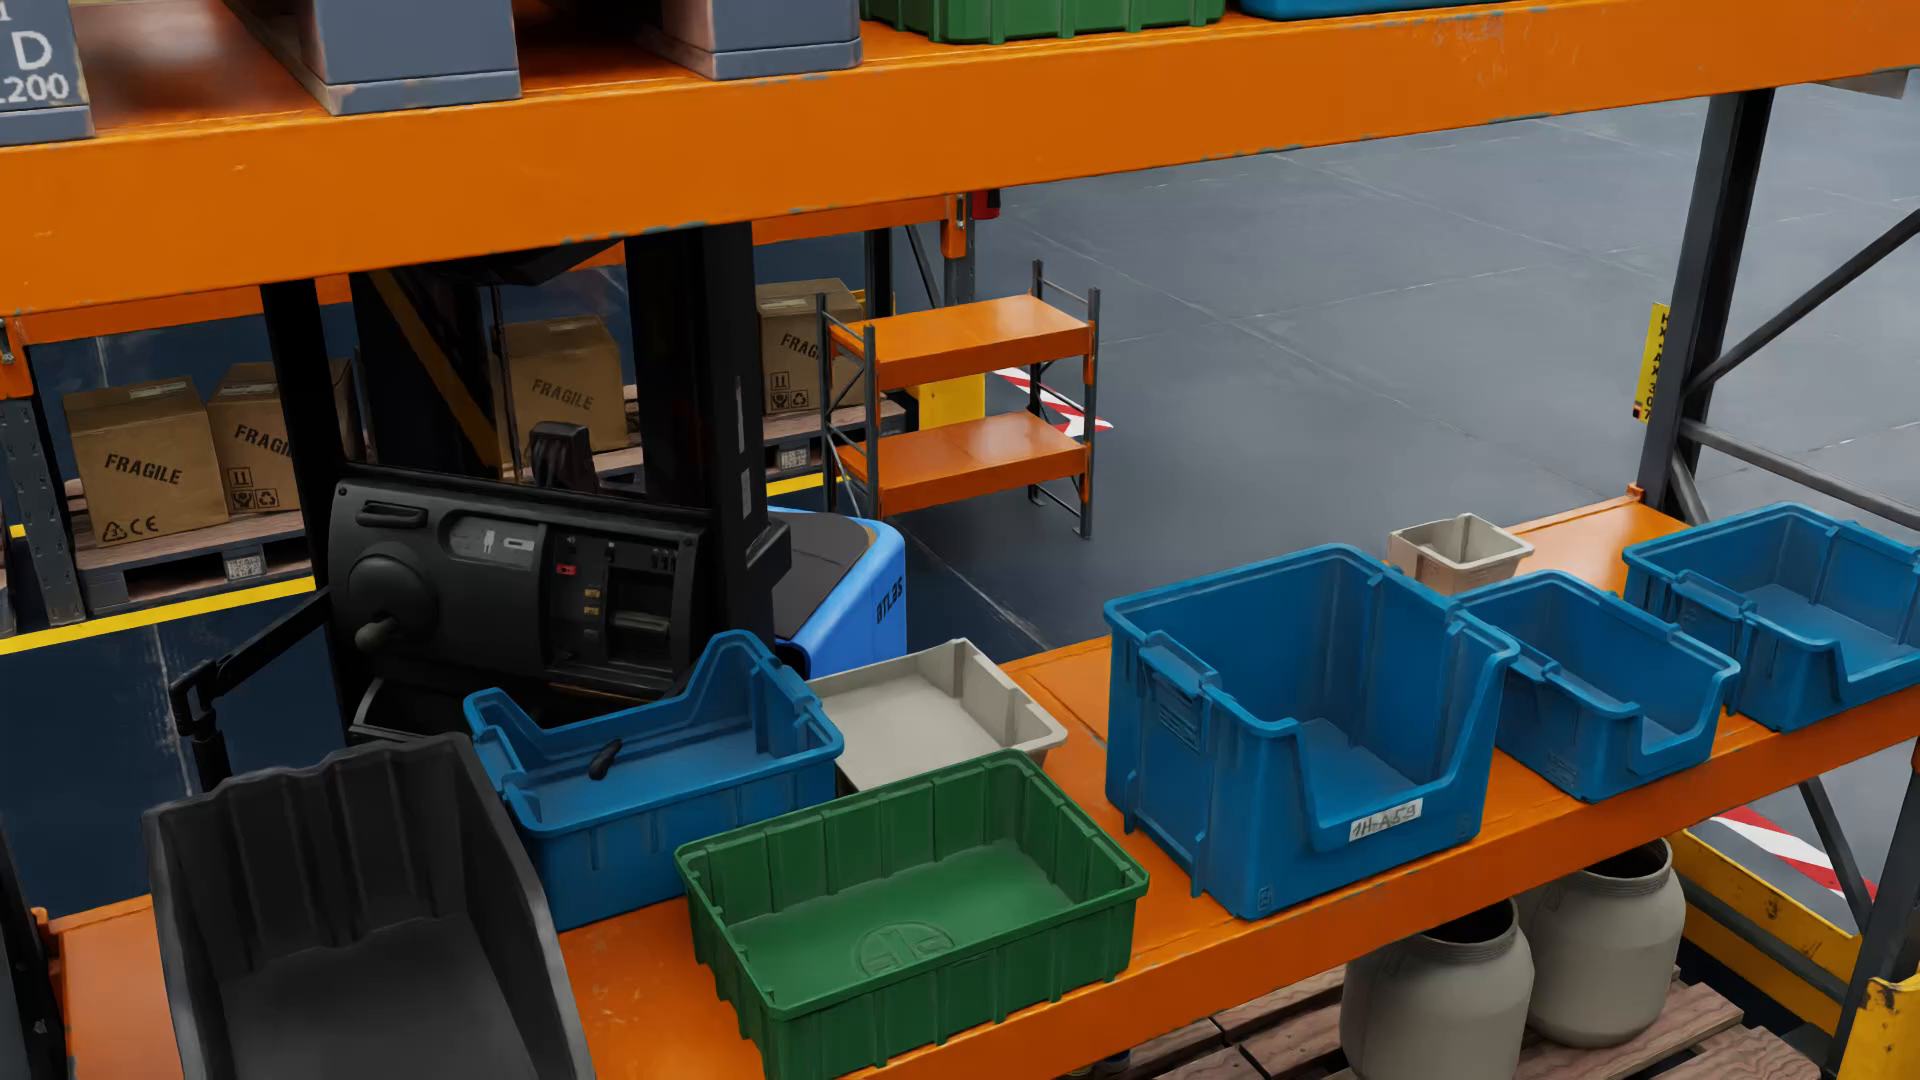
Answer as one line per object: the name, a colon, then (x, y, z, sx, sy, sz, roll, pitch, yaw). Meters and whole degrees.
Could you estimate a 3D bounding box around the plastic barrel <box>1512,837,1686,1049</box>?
plastic barrel: (1.571, 0.967, 4.160, 0.421, 0.512, 0.421, 0, 26, 0)

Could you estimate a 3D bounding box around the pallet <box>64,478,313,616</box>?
pallet: (-3.168, -0.099, 7.212, 1.213, 0.211, 1.003, -13, 29, -25)

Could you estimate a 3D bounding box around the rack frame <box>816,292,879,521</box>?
rack frame: (-0.455, -0.402, 6.788, 0.032, 1.125, 0.500, -13, 29, -25)

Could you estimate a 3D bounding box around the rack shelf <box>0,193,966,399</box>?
rack shelf: (-1.979, -1.289, 7.300, 4.000, 0.370, 1.077, -13, 29, -25)

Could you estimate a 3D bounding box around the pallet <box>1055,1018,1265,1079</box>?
pallet: (0.277, 1.572, 3.732, 1.213, 0.211, 1.003, -13, 29, -25)

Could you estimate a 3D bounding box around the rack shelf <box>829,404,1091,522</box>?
rack shelf: (-0.006, -0.285, 7.109, 1.000, 0.278, 0.538, -13, 29, -25)

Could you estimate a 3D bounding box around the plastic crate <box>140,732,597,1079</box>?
plastic crate: (-0.892, 0.656, 2.490, 0.504, 0.338, 0.767, -13, 29, -25)

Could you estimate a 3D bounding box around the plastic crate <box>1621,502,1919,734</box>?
plastic crate: (1.815, 0.154, 3.635, 0.616, 0.251, 0.499, -13, 29, -25)

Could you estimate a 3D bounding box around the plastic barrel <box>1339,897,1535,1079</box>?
plastic barrel: (1.129, 1.069, 3.948, 0.421, 0.512, 0.421, 0, 26, 0)

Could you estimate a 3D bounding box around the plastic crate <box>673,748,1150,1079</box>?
plastic crate: (-0.083, 0.613, 2.753, 0.662, 0.188, 0.450, -13, 29, -25)

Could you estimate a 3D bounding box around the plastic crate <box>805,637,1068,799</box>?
plastic crate: (-0.100, 0.377, 3.303, 0.437, 0.136, 0.530, -13, 29, -25)

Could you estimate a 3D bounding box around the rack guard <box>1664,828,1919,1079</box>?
rack guard: (2.071, 1.031, 4.524, 0.348, 0.500, 1.175, -13, 29, -25)

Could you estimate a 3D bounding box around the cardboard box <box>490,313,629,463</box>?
cardboard box: (-1.846, -0.707, 7.660, 0.500, 0.500, 0.500, -10, 27, -20)

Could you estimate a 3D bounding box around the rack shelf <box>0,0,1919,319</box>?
rack shelf: (0.351, -0.749, 2.711, 4.000, 0.370, 1.077, -13, 29, -25)

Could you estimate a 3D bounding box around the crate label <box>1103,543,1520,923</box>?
crate label: (0.619, 0.333, 3.049, 0.616, 0.435, 0.502, -13, 29, -25)

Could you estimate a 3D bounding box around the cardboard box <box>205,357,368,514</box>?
cardboard box: (-2.870, -0.454, 7.133, 0.500, 0.500, 0.500, -4, 26, -9)

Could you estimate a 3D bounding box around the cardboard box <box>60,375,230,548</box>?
cardboard box: (-3.372, -0.334, 6.884, 0.500, 0.500, 0.500, -14, 29, -27)

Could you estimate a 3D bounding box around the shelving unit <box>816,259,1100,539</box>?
shelving unit: (-0.006, -0.506, 7.004, 1.048, 1.125, 0.538, -13, 29, -25)

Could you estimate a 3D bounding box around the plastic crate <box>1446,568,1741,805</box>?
plastic crate: (1.240, 0.284, 3.364, 0.408, 0.251, 0.499, -13, 29, -25)

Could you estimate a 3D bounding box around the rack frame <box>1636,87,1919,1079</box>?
rack frame: (2.116, -0.129, 4.053, 0.127, 3.000, 1.000, -13, 29, -25)

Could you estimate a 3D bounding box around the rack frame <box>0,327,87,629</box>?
rack frame: (-3.744, -1.206, 6.296, 0.127, 3.000, 1.000, -13, 29, -25)

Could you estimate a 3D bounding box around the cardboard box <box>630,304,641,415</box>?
cardboard box: (-1.285, -0.827, 7.910, 0.500, 0.500, 0.500, -6, 26, -12)

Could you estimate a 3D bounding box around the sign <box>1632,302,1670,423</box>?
sign: (1.861, -0.465, 4.432, 0.005, 0.325, 0.100, -13, 29, -25)

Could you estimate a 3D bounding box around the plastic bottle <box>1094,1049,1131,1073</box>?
plastic bottle: (0.370, 1.153, 4.027, 0.097, 0.271, 0.097, 0, 26, 0)

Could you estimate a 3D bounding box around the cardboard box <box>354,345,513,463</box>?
cardboard box: (-2.360, -0.610, 7.459, 0.500, 0.500, 0.500, -16, 30, -30)

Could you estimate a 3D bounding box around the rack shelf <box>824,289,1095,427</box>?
rack shelf: (-0.006, -0.770, 6.877, 1.000, 0.278, 0.538, -13, 29, -25)

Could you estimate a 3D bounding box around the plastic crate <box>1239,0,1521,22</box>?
plastic crate: (0.575, -0.971, 2.359, 0.575, 0.384, 0.392, -13, 29, -25)

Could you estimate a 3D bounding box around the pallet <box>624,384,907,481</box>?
pallet: (-1.015, -0.596, 8.247, 1.213, 0.211, 1.003, -13, 29, -25)

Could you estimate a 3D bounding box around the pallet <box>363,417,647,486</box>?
pallet: (-2.090, -0.349, 7.733, 1.213, 0.211, 1.003, -13, 29, -25)

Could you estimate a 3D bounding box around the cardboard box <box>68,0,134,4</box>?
cardboard box: (-3.227, -1.830, 5.982, 0.500, 0.500, 0.500, -13, 29, -25)

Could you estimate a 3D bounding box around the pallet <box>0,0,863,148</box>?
pallet: (-0.823, -0.766, 2.131, 1.003, 0.211, 1.213, -13, 29, -25)

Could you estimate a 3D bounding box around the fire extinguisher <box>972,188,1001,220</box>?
fire extinguisher: (0.103, -1.833, 7.691, 0.183, 0.674, 0.296, -13, 29, -25)

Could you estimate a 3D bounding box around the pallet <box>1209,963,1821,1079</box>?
pallet: (1.352, 1.325, 4.246, 1.213, 0.211, 1.003, -13, 29, -25)

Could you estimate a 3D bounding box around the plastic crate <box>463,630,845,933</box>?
plastic crate: (-0.565, 0.424, 3.074, 0.616, 0.251, 0.499, -13, 29, -25)

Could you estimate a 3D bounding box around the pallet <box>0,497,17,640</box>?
pallet: (-4.430, 0.210, 6.568, 1.213, 0.211, 1.003, -13, 29, -25)

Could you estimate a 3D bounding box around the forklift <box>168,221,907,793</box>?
forklift: (-1.080, 0.139, 3.574, 1.130, 2.935, 3.031, 8, 27, 16)

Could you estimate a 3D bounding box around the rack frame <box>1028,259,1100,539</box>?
rack frame: (0.443, -0.609, 7.219, 0.032, 1.125, 0.500, -13, 29, -25)

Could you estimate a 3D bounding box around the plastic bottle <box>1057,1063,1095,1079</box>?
plastic bottle: (0.278, 1.206, 3.998, 0.097, 0.201, 0.097, 0, 26, 0)

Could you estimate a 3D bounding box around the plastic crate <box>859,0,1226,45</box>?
plastic crate: (0.107, -0.788, 2.205, 0.450, 0.188, 0.336, -13, 29, -25)

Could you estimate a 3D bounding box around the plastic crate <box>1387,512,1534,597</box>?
plastic crate: (1.175, 0.049, 3.986, 0.250, 0.136, 0.298, -13, 29, -25)

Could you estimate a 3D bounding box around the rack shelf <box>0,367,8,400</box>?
rack shelf: (-5.509, -0.474, 5.603, 4.000, 0.370, 1.077, -13, 29, -25)

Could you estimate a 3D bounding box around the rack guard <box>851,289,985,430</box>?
rack guard: (-0.282, -0.878, 8.501, 0.348, 0.500, 1.175, -13, 29, -25)

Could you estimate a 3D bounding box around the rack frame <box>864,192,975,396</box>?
rack frame: (-0.215, -2.020, 7.993, 0.127, 3.000, 1.000, -13, 29, -25)

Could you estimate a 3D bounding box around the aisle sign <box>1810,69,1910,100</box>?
aisle sign: (2.042, -1.427, 3.754, 0.004, 0.787, 0.394, -13, 29, -25)

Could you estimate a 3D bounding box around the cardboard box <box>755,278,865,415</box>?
cardboard box: (-0.773, -0.962, 8.191, 0.500, 0.500, 0.500, -8, 27, -16)

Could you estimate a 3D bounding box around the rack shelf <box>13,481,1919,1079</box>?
rack shelf: (0.351, 0.603, 3.360, 4.000, 0.370, 1.077, -13, 29, -25)
